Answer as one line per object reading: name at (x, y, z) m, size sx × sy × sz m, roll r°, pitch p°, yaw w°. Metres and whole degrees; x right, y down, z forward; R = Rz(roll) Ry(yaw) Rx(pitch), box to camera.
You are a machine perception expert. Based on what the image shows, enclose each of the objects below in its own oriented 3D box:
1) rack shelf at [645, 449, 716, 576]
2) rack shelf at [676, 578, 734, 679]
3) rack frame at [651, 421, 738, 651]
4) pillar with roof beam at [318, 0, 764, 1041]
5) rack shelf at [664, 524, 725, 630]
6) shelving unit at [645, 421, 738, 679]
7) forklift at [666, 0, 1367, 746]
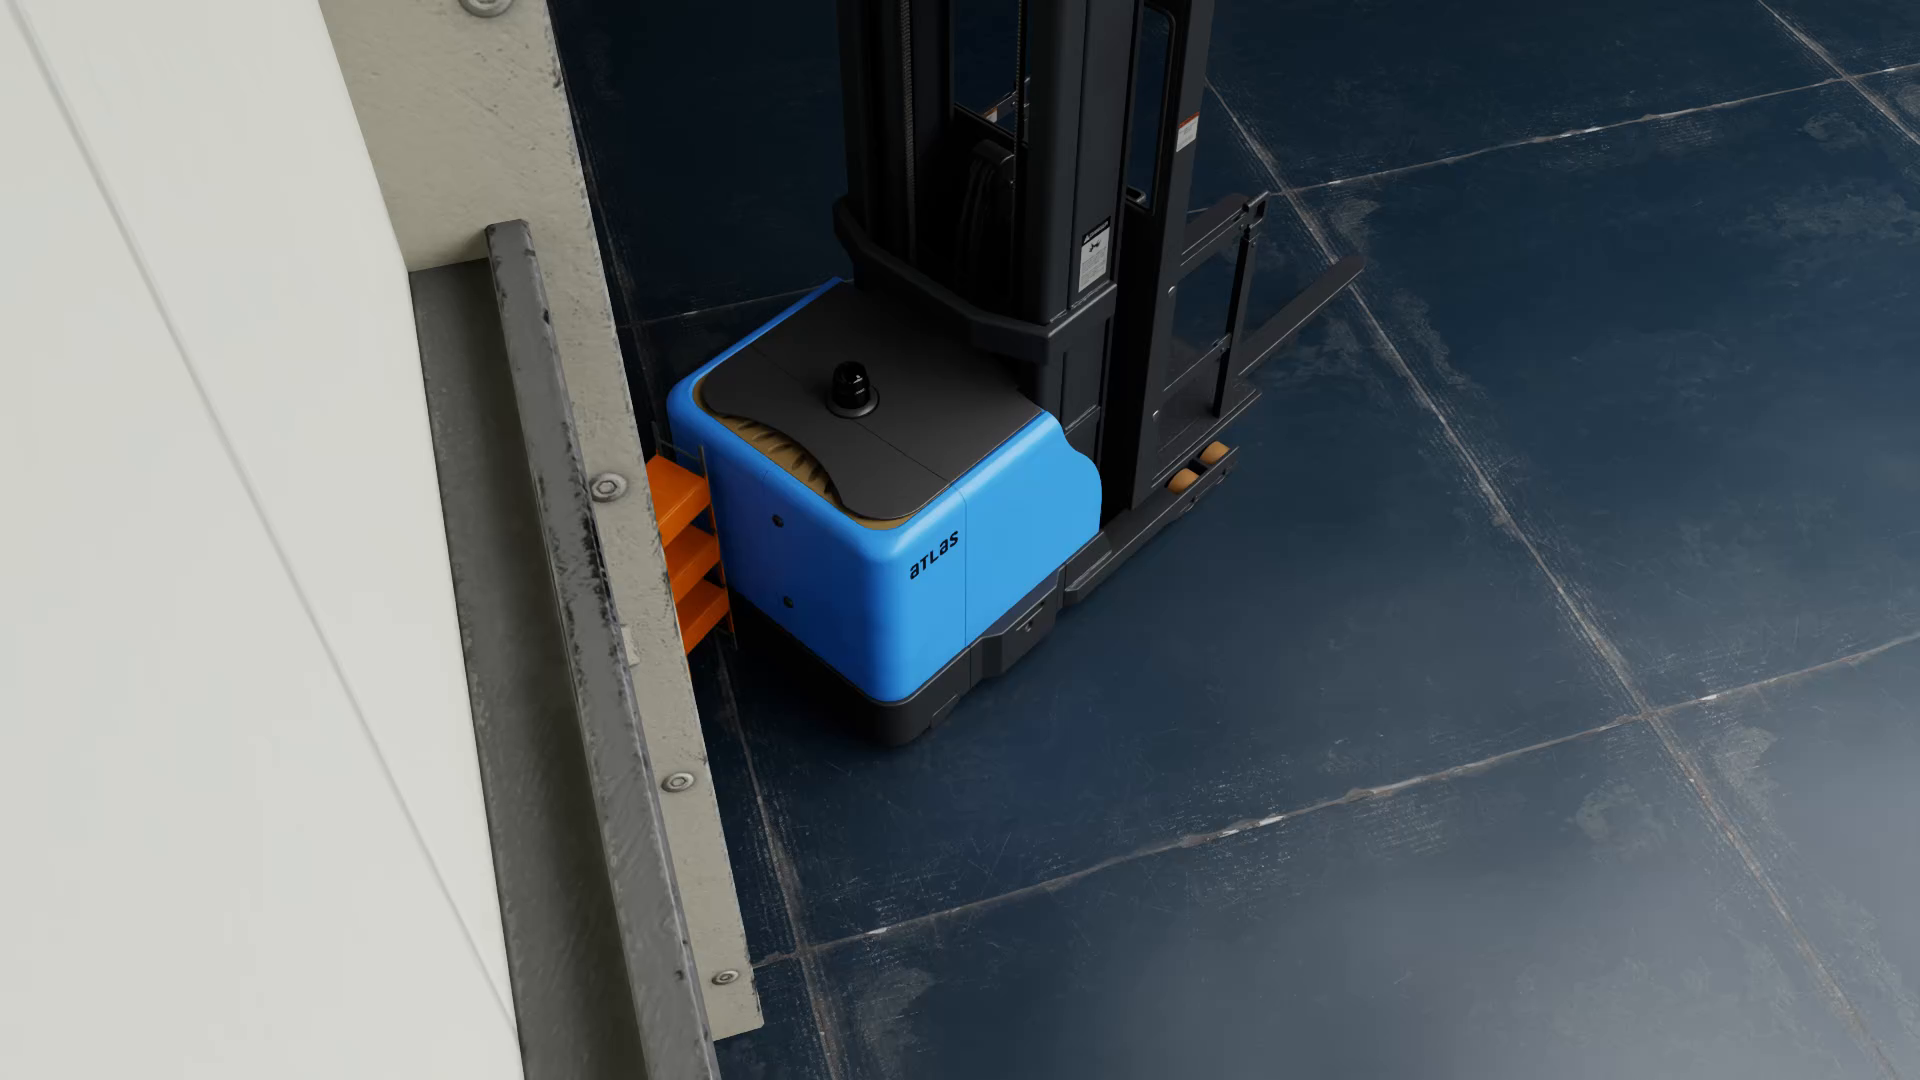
rack shelf at (-0.944, -0.087, 5.279) m, size 0.215 × 0.259 × 0.240 m, roll 27°, pitch 55°, yaw 21°
rack shelf at (-0.944, 0.275, 5.709) m, size 0.215 × 0.259 × 0.240 m, roll 27°, pitch 55°, yaw 21°
rack frame at (-0.877, 0.011, 5.554) m, size 0.200 × 1.050 × 0.008 m, roll 27°, pitch 55°, yaw 21°
pillar with roof beam at (3.317, -2.519, 2.487) m, size 9.100 × 9.000 × 0.400 m, roll -13°, pitch 51°, yaw -11°
rack shelf at (-0.944, 0.096, 5.496) m, size 0.215 × 0.259 × 0.240 m, roll 27°, pitch 55°, yaw 21°
shelving unit at (-0.944, 0.089, 5.488) m, size 0.215 × 1.050 × 0.252 m, roll 27°, pitch 55°, yaw 21°
forklift at (0.424, -1.293, 5.423) m, size 1.130 × 2.935 × 3.031 m, roll 35°, pitch 58°, yaw 26°
